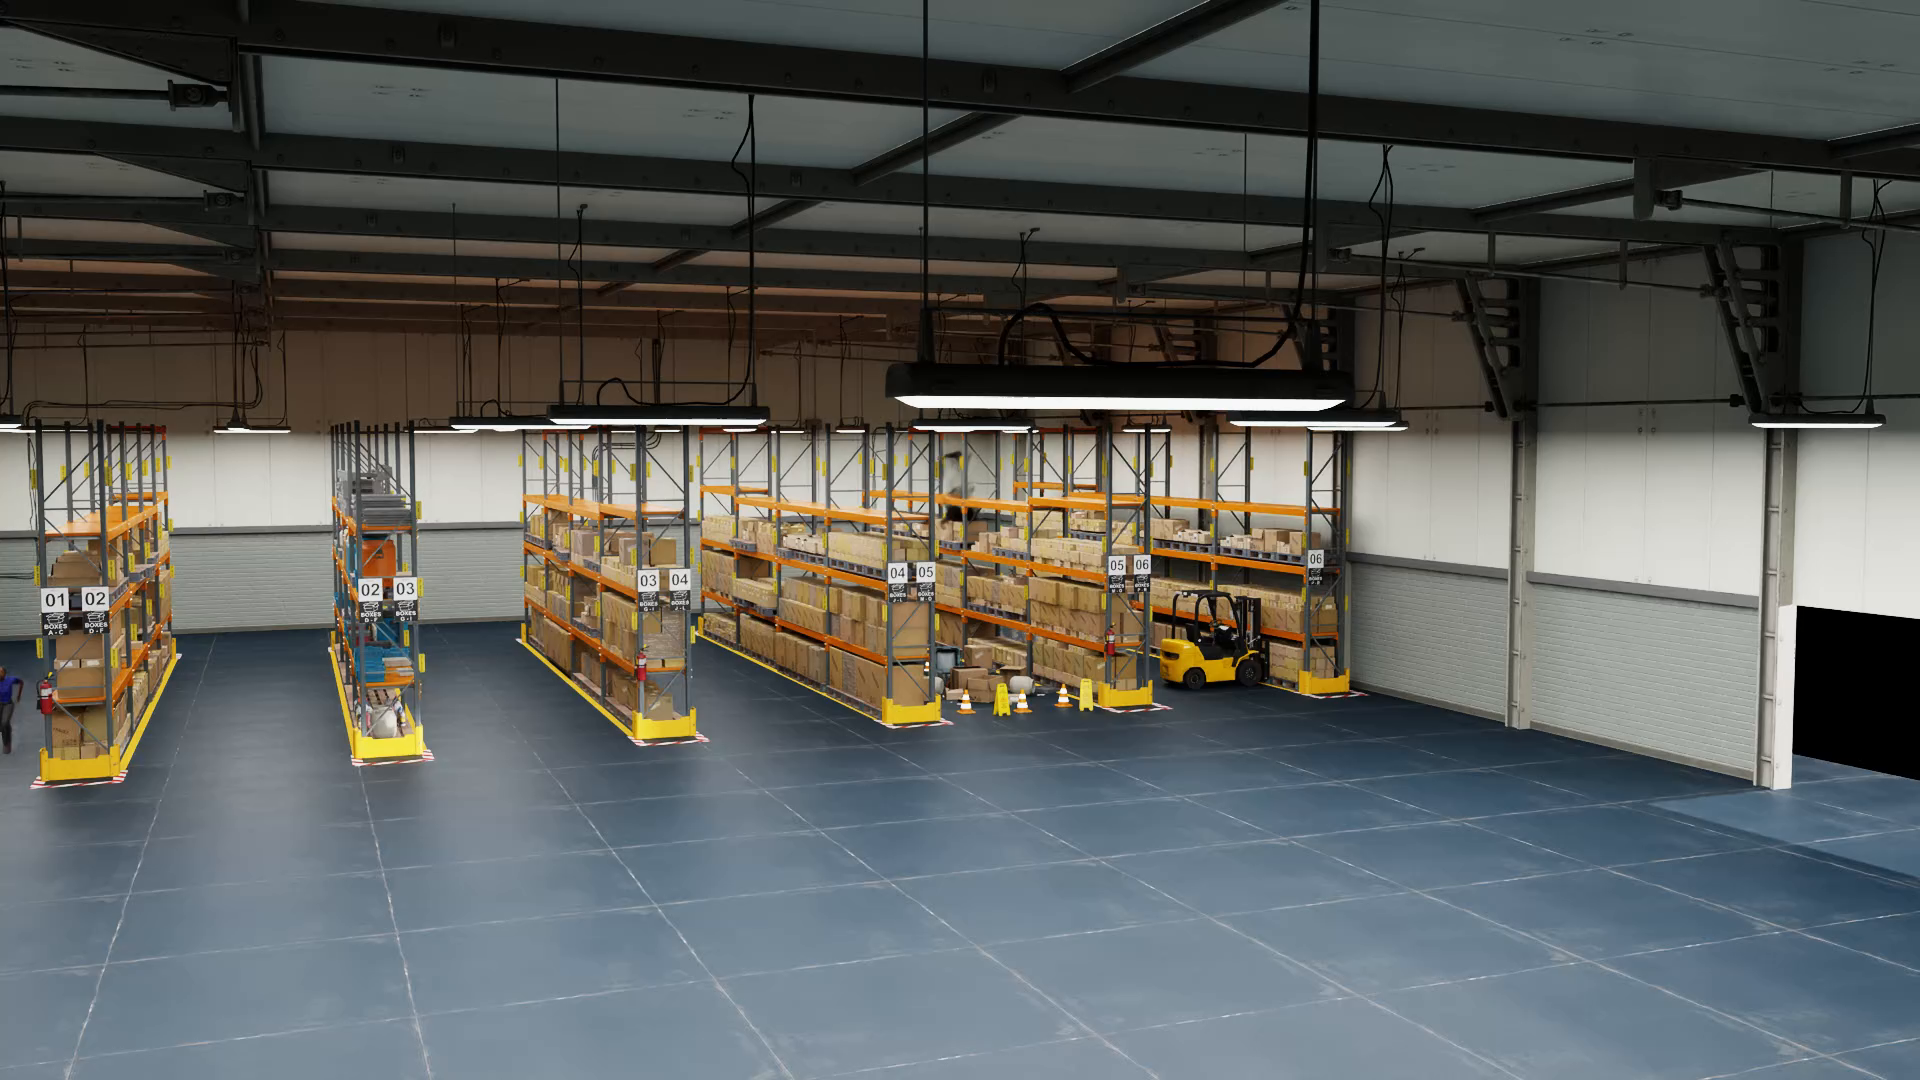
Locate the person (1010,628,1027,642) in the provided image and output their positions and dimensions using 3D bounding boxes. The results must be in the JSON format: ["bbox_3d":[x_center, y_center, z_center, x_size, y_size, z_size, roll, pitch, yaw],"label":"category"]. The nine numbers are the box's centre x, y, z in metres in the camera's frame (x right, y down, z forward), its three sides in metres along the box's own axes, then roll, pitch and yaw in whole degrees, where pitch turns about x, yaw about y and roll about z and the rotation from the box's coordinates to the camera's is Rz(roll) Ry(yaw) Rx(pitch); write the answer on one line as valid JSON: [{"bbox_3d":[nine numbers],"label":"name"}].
[{"bbox_3d":[1.631,2.070,46.092,0.685,1.640,0.826,-2,4,-35],"label":"person"}]

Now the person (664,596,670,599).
[{"bbox_3d":[-8.010,1.954,46.754,0.676,1.691,0.855,-1,4,-22],"label":"person"}]

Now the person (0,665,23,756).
[{"bbox_3d":[-17.193,3.042,29.917,0.565,1.624,0.894,-1,4,-17],"label":"person"}]

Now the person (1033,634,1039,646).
[{"bbox_3d":[1.979,2.149,43.693,0.591,1.734,0.846,-1,4,-17],"label":"person"}]
